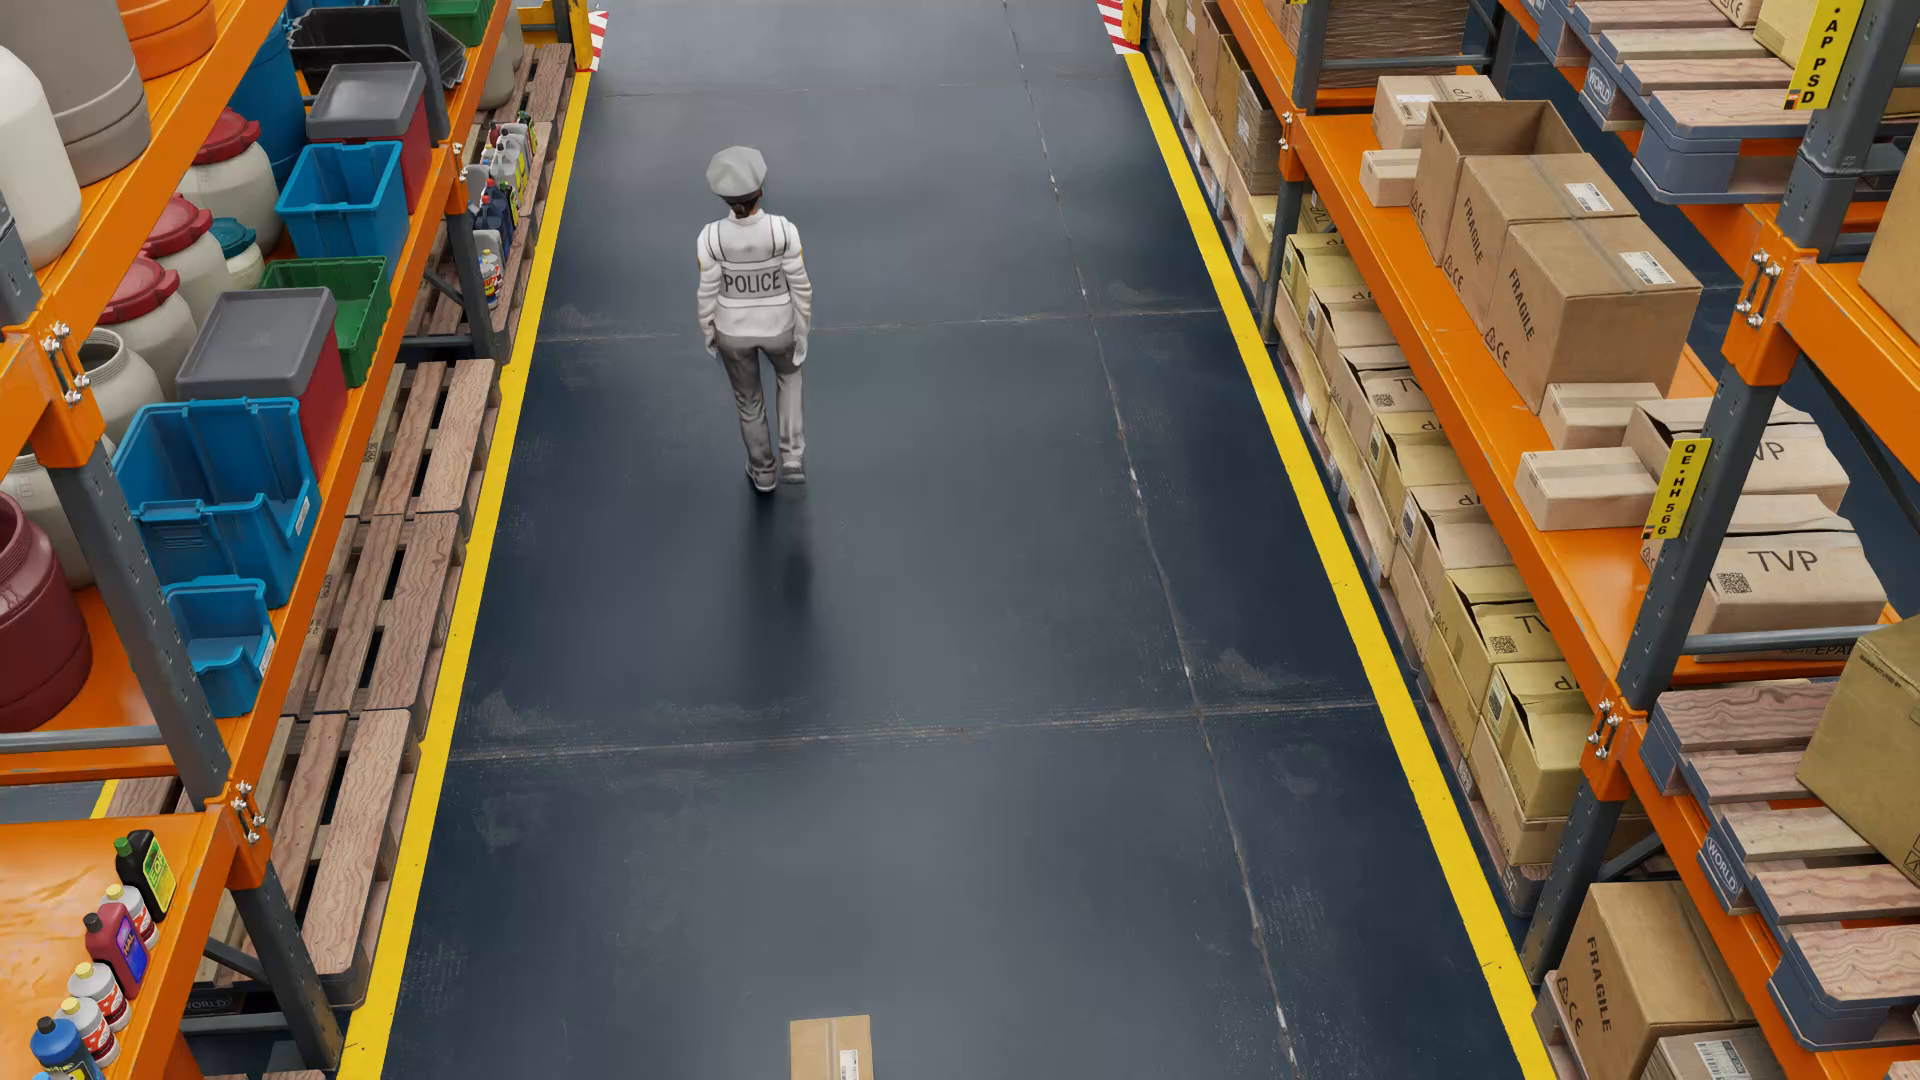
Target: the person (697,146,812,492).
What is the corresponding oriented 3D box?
[{"bbox_3d":[-0.883,-0.922,7.219,0.486,1.682,0.448,-7,40,-9],"label":"person"}]
